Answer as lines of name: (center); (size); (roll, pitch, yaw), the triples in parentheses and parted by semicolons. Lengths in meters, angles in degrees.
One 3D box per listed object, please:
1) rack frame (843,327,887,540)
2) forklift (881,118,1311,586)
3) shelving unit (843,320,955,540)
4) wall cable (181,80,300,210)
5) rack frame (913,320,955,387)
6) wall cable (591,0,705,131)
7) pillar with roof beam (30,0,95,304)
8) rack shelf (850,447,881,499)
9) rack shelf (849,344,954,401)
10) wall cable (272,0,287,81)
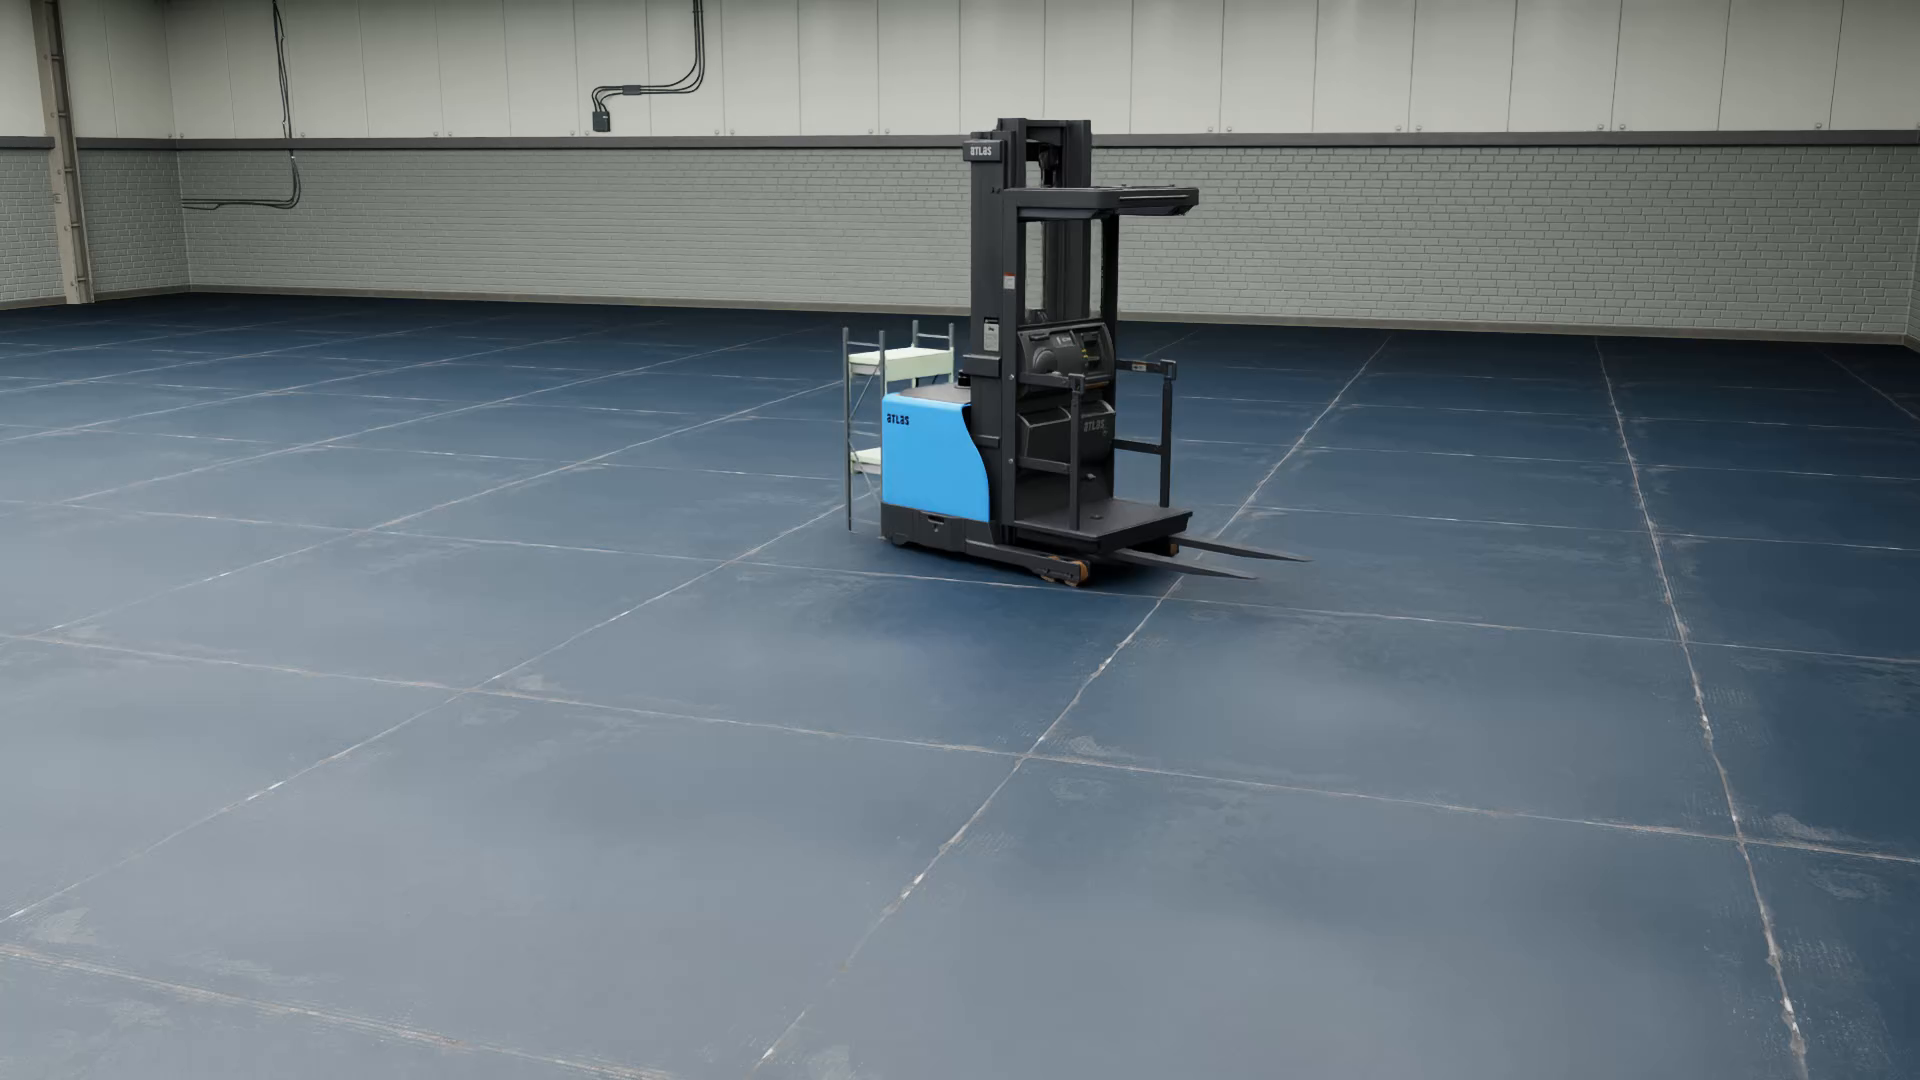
rack frame: (-0.683, -0.764, 11.963); (0.400, 1.500, 0.023); (11, 17, 40)
forklift: (0.867, -1.262, 10.929); (3.031, 2.935, 1.130); (11, 17, 41)
shelving unit: (-0.440, -0.824, 12.230); (0.431, 1.500, 0.755); (11, 17, 40)
wall cable: (-14.677, -7.945, 33.553); (3.097, 2.526, 0.112); (4, 14, 18)
rack frame: (-0.197, -0.885, 12.496); (0.400, 1.500, 0.023); (11, 17, 40)
wall cable: (-5.699, -10.430, 29.820); (2.305, 6.003, 0.169); (4, 14, 18)
pillar with roof beam: (-12.808, -8.624, 29.549); (9.100, 9.000, 0.400); (4, 14, 18)
rack shelf: (-0.440, -0.507, 12.302); (0.431, 0.370, 0.720); (11, 17, 40)
rack shelf: (-0.440, -1.205, 12.143); (0.431, 0.370, 0.720); (11, 17, 40)
wall cable: (-12.117, -10.213, 32.138); (3.097, 2.526, 0.112); (4, 14, 18)
